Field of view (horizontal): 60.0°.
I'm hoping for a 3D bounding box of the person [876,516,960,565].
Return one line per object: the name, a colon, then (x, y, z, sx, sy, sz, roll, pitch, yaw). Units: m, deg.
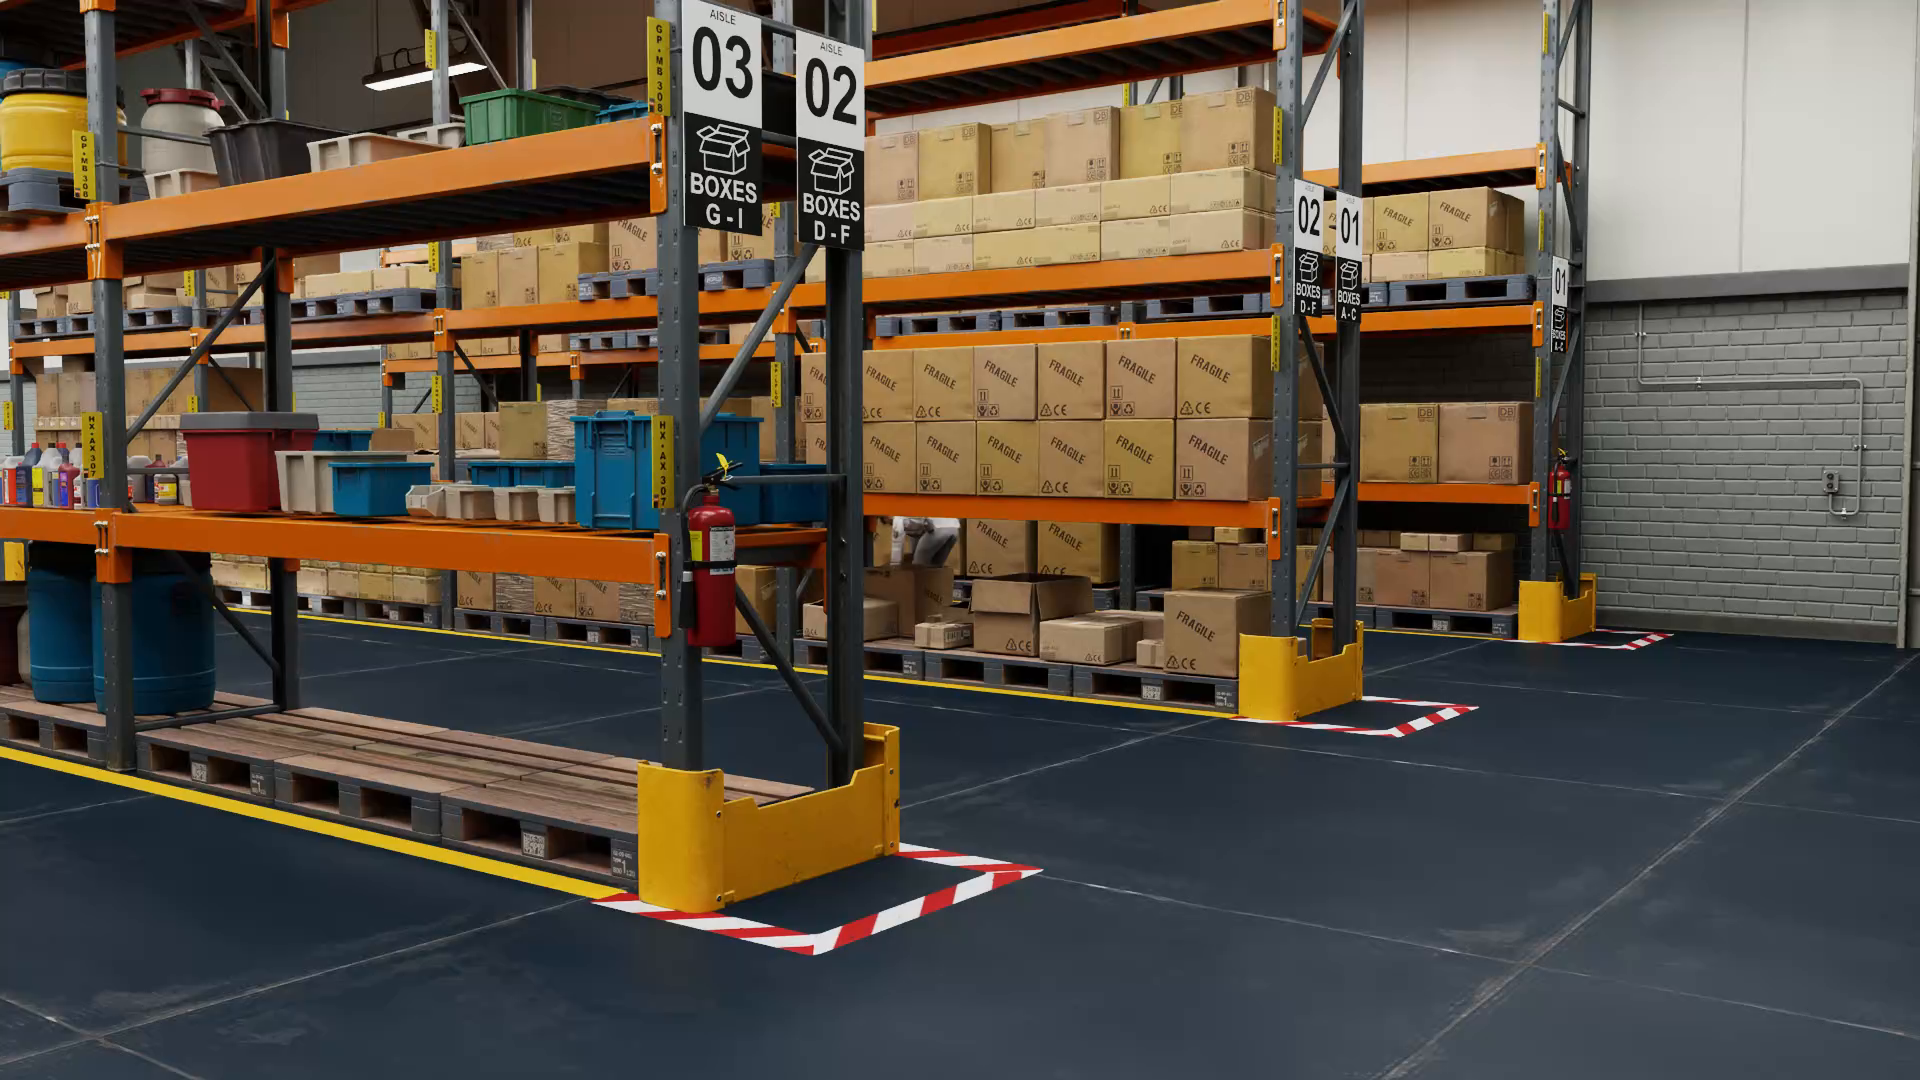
person: (-0.433, 0.160, 15.872, 0.923, 1.152, 0.416, 2, 4, 34)
